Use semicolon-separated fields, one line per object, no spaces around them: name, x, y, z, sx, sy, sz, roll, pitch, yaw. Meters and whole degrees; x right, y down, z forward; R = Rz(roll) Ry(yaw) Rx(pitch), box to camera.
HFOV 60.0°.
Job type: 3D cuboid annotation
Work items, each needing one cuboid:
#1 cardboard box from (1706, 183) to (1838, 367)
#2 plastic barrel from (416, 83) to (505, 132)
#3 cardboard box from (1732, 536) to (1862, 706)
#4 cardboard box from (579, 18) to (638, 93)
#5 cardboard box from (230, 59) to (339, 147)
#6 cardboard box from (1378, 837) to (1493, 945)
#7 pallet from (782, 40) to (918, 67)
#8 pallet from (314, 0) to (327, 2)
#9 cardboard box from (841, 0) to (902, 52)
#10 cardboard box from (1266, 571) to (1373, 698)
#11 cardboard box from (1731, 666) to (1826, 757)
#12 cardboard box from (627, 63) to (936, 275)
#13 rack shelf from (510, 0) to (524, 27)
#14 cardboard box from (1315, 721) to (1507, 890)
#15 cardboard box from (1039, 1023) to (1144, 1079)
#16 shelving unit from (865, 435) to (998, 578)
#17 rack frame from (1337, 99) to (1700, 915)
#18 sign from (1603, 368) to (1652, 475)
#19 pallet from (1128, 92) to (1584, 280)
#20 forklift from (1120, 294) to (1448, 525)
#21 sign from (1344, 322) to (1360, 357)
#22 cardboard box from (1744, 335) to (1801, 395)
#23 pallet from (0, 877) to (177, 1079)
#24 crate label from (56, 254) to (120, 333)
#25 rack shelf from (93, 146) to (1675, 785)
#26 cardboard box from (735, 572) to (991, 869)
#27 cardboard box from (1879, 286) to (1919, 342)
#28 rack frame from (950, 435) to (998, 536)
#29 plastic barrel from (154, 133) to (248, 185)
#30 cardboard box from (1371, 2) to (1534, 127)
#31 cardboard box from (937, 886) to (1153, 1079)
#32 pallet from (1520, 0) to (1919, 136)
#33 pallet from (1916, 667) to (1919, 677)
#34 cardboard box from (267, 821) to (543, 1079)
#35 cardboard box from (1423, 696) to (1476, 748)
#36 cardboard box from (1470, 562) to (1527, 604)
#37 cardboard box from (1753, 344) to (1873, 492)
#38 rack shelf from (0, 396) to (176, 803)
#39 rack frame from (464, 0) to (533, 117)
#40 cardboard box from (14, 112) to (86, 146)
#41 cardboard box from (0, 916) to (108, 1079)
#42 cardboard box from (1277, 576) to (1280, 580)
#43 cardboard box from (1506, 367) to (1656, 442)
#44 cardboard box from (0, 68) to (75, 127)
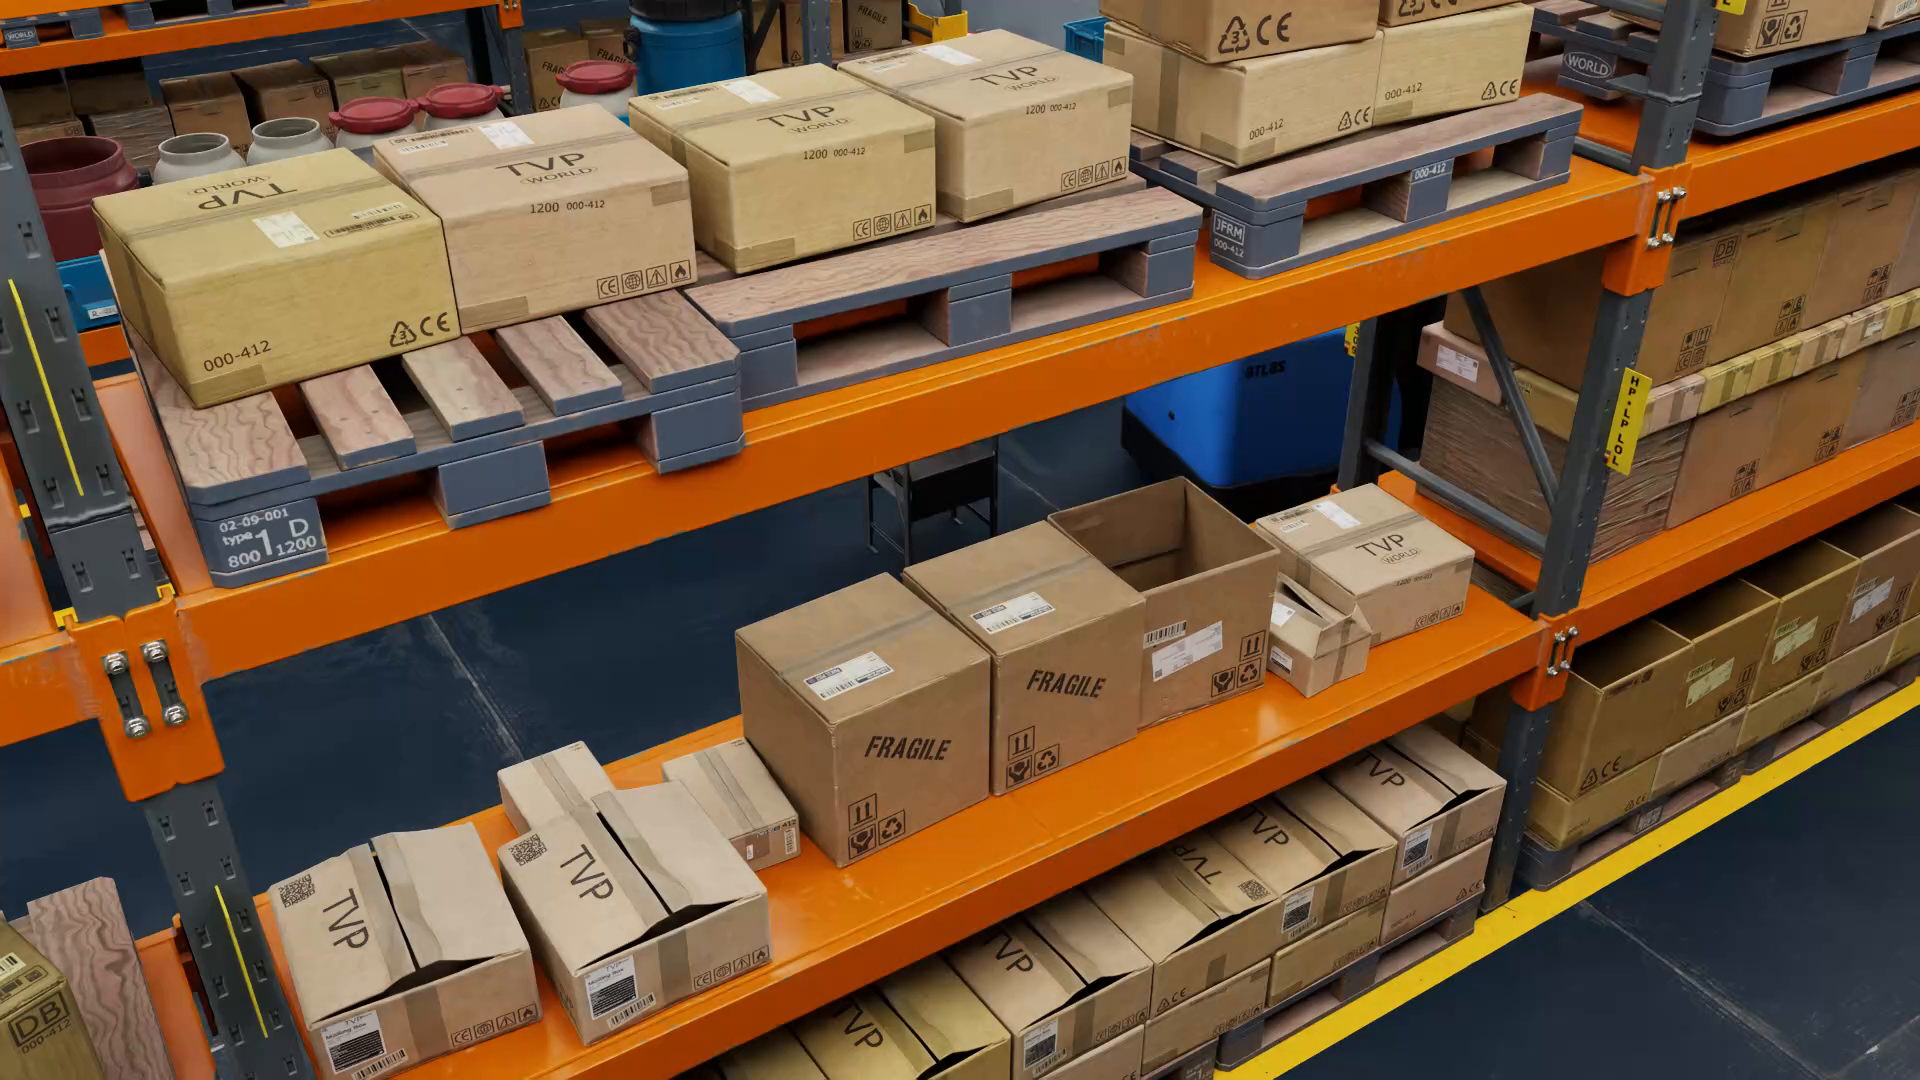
cardboard box;2.490;-1.007;5.726;0.500;0.500;0.700;-19;37;-27
plastic barrel;-2.524;-2.028;8.526;0.433;0.535;0.433;0;32;0
cardboard box;3.096;0.247;6.528;0.500;0.500;0.500;-19;37;-27
cardboard box;-2.833;-3.969;13.680;0.500;0.500;0.500;-8;33;-12
cardboard box;-5.077;-3.252;12.524;0.500;0.500;0.700;-22;39;-31
cardboard box;1.505;1.096;5.884;0.500;0.250;0.500;-19;37;-28
pallet;-1.072;-4.318;14.897;1.213;0.211;1.003;-19;37;-27
pallet;-4.389;-4.345;12.507;1.213;0.211;1.003;-19;37;-27
cardboard box;-0.840;-4.686;14.816;0.500;0.500;0.500;-12;34;-19
cardboard box;1.057;0.255;5.161;0.258;0.266;0.396;-20;37;-28
cardboard box;3.097;0.564;6.728;0.500;0.250;0.500;-19;37;-27
cardboard box;-0.397;-0.842;3.708;0.500;0.250;0.500;-20;37;-28
rack shelf;-1.987;-4.856;13.811;4.000;0.370;1.077;-19;37;-27
cardboard box;1.511;0.855;5.741;0.500;0.311;0.500;-19;37;-27
cardboard box;0.221;1.536;5.186;0.500;0.250;0.500;-18;37;-26
shelving unit;-0.139;-0.840;7.614;0.503;2.100;0.431;-19;37;-27
rack frame;1.696;-0.139;5.658;0.127;3.000;1.000;-19;37;-27
sign;1.999;-0.354;4.989;0.005;0.325;0.100;-19;37;-27
pallet;0.962;-1.066;4.496;1.217;0.209;0.805;-21;38;-29
forklift;2.431;-1.772;8.312;3.031;2.935;1.130;-12;34;-19
sign;1.394;-0.787;5.800;0.005;0.325;0.100;-19;37;-27
cardboard box;2.674;-0.671;5.800;0.250;0.149;0.380;-19;37;-28
pallet;-2.197;1.326;3.516;1.003;0.211;1.213;-19;37;-27
crate label;-3.789;-1.088;7.320;0.416;0.233;0.303;-19;37;-27
rack shelf;0.015;-0.525;4.134;4.000;0.370;1.077;-19;37;-27
cardboard box;-0.264;0.483;4.579;0.500;0.500;0.500;-21;38;-30
cardboard box;3.327;-0.896;6.157;0.250;0.149;0.380;-19;37;-28
rack frame;0.066;-0.911;7.726;0.015;2.100;0.400;-19;37;-27
plastic barrel;-3.597;-1.645;7.942;0.421;0.512;0.421;0;32;0
cardboard box;1.173;-1.348;4.511;0.500;0.250;0.500;-15;35;-22
cardboard box;0.232;1.295;5.043;0.500;0.311;0.500;-19;37;-28
pallet;2.399;-1.628;5.291;1.213;0.211;1.003;-19;37;-27
pallet;4.438;0.124;7.855;1.213;0.211;1.003;-19;37;-27
cardboard box;-1.336;0.970;3.985;0.500;0.311;0.500;-17;36;-24
cardboard box;1.968;0.615;6.648;0.500;0.250;0.500;-19;37;-27
cardboard box;2.394;0.158;6.669;0.500;0.500;0.500;-19;37;-27
cardboard box;2.930;-0.611;6.313;0.500;0.500;0.700;-18;37;-27
rack shelf;-3.347;0.631;2.301;4.000;0.370;1.077;-19;37;-27
rack frame;-3.668;-4.582;12.702;0.127;3.000;1.000;-19;37;-27
cardboard box;-6.477;-2.757;11.740;0.500;0.500;0.700;-21;38;-30
cardboard box;-2.134;1.030;3.318;0.700;0.500;0.500;22;39;31
cardboard box;0.841;0.132;5.465;0.250;0.149;0.380;-19;37;-27
cardboard box;2.027;-0.446;5.444;0.250;0.149;0.380;-19;37;-27
cardboard box;-6.483;-3.079;11.547;0.500;0.250;0.500;-17;36;-25
